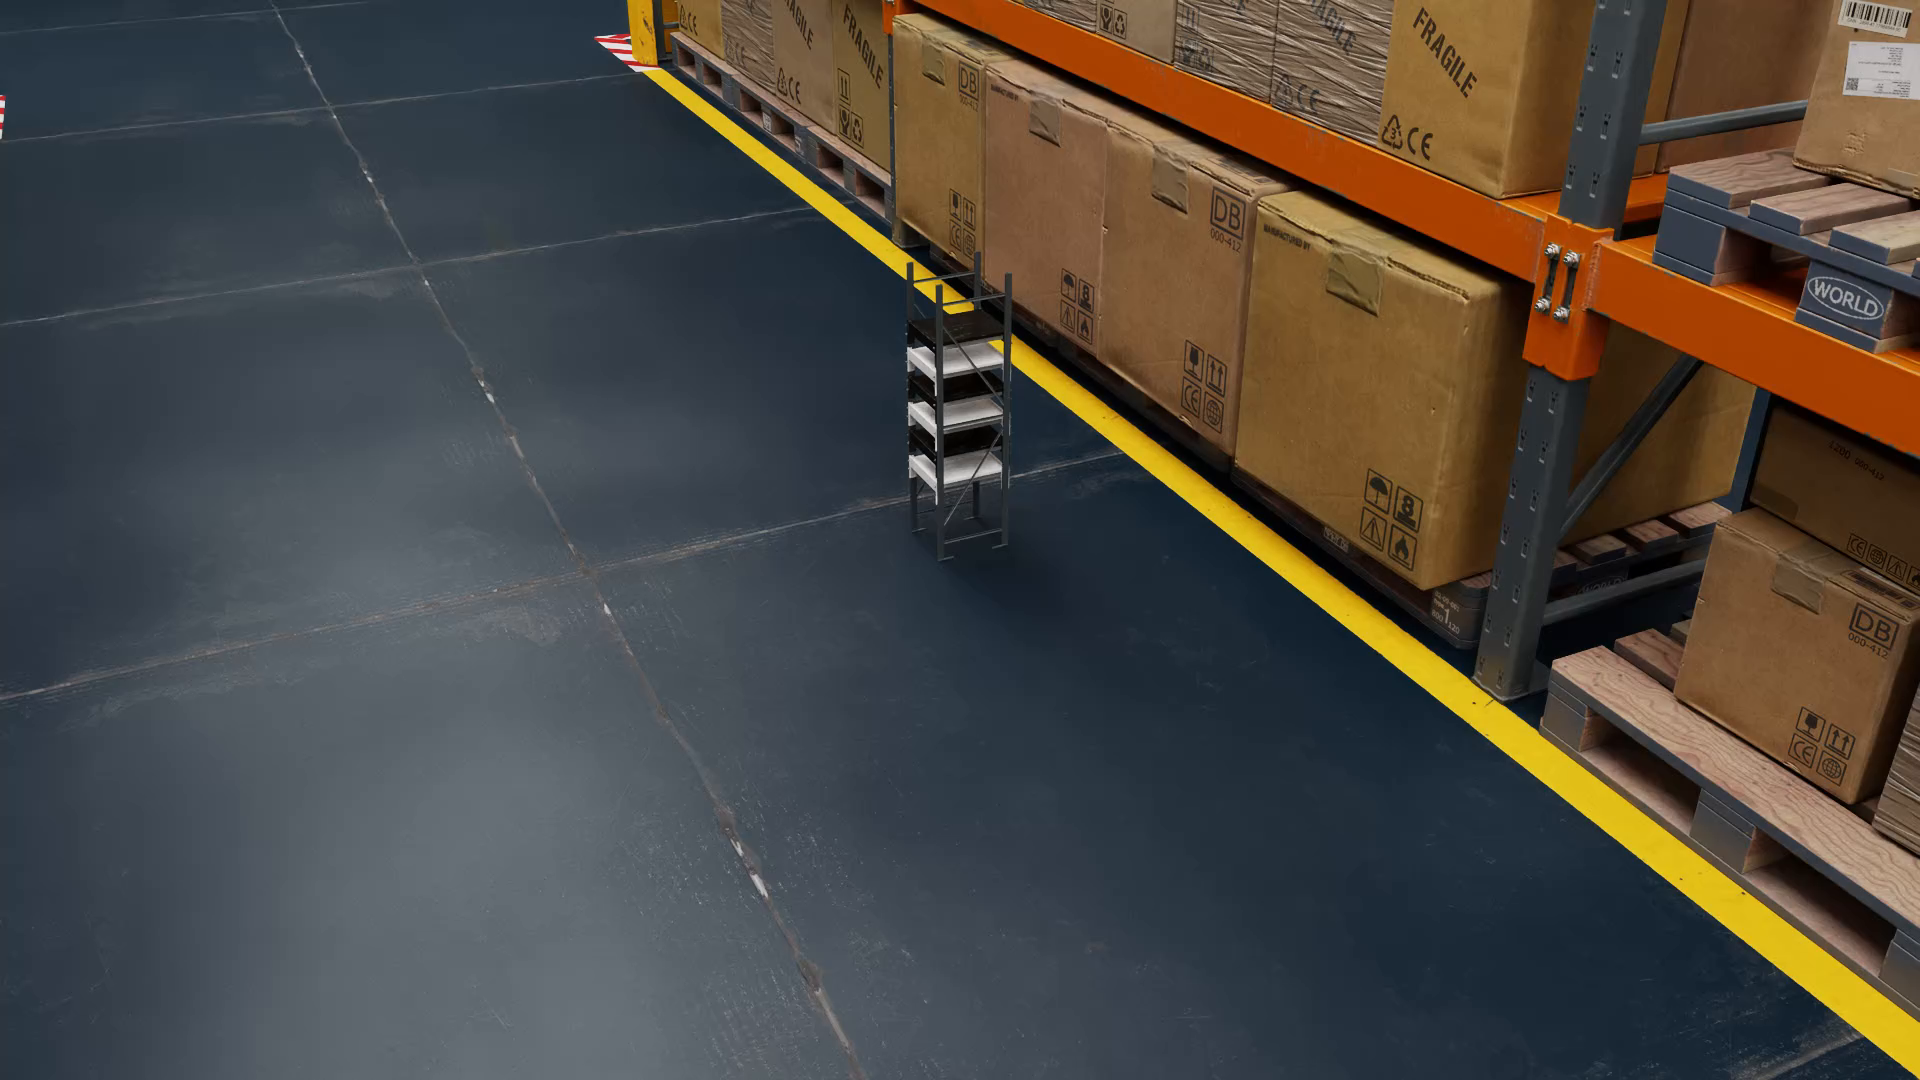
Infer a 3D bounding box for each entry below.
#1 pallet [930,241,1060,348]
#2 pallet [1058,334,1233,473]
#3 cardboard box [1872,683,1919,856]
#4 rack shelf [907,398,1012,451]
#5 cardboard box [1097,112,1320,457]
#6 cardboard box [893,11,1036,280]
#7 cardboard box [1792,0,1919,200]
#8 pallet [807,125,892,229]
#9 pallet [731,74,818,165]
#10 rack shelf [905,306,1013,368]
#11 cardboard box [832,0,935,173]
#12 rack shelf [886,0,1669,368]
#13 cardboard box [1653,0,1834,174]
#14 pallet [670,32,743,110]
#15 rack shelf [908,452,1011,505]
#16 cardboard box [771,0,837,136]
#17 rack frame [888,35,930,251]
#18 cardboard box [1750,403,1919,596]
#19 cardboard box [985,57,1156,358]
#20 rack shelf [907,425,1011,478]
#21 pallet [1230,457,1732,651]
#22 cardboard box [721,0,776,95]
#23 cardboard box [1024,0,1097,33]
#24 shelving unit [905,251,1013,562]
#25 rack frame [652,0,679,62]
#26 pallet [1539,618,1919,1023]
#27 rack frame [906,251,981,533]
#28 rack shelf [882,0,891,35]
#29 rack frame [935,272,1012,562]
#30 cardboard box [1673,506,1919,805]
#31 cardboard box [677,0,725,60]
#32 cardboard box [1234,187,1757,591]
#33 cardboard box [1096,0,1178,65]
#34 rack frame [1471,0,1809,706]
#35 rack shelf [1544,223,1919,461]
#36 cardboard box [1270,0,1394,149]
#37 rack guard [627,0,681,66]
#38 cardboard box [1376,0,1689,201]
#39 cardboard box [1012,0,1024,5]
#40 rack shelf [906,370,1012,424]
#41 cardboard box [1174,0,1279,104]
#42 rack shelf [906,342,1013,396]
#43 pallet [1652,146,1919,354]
[{"bbox_3d":[0.560,-1.223,7.215,1.003,0.211,1.213,-13,32,-22],"label":"pallet"},{"bbox_3d":[1.088,-0.683,6.252,1.003,0.211,1.213,-13,32,-22],"label":"pallet"},{"bbox_3d":[2.434,0.435,3.512,0.700,0.500,0.500,-16,33,-26],"label":"cardboard box"},{"bbox_3d":[-0.003,-0.367,5.053,0.258,0.077,0.200,-13,32,-22],"label":"rack shelf"},{"bbox_3d":[1.225,-0.958,5.635,1.225,0.875,0.875,-13,32,-22],"label":"cardboard box"},{"bbox_3d":[0.454,-1.742,7.033,1.225,0.875,0.875,-13,32,-22],"label":"cardboard box"},{"bbox_3d":[2.146,-0.994,3.424,0.500,0.500,0.500,-17,34,-28],"label":"cardboard box"},{"bbox_3d":[-0.095,-1.900,8.423,1.003,0.211,1.213,-13,32,-22],"label":"pallet"},{"bbox_3d":[-0.622,-2.440,9.385,1.003,0.211,1.213,-13,32,-22],"label":"pallet"},{"bbox_3d":[-0.003,-0.603,4.921,0.258,0.077,0.200,-13,32,-22],"label":"rack shelf"},{"bbox_3d":[-0.050,-2.329,8.079,0.875,0.875,0.875,-13,32,-22],"label":"cardboard box"},{"bbox_3d":[1.020,-1.567,5.713,1.077,0.370,4.000,-13,32,-22],"label":"rack shelf"},{"bbox_3d":[1.915,-1.312,4.422,0.500,0.500,0.500,-12,31,-21],"label":"cardboard box"},{"bbox_3d":[-1.142,-2.978,10.345,1.003,0.211,1.213,-13,32,-22],"label":"pallet"},{"bbox_3d":[-0.003,-0.210,5.141,0.258,0.077,0.200,-13,32,-22],"label":"rack shelf"},{"bbox_3d":[-0.436,-2.726,8.788,0.875,0.875,0.875,-13,32,-22],"label":"cardboard box"},{"bbox_3d":[0.161,-2.764,7.112,1.000,3.000,0.127,-13,32,-22],"label":"rack frame"},{"bbox_3d":[2.193,-0.136,3.765,0.500,0.250,0.500,-12,31,-20],"label":"cardboard box"},{"bbox_3d":[0.838,-1.347,6.329,1.225,0.875,0.875,-14,32,-24],"label":"cardboard box"},{"bbox_3d":[-0.003,-0.289,5.097,0.258,0.077,0.200,-13,32,-22],"label":"rack shelf"},{"bbox_3d":[1.608,-0.145,5.292,1.003,0.211,1.213,-13,32,-22],"label":"pallet"},{"bbox_3d":[-0.818,-3.119,9.489,0.875,0.875,0.875,-13,32,-22],"label":"cardboard box"},{"bbox_3d":[0.564,-2.109,5.842,0.500,0.500,0.500,-14,32,-23],"label":"cardboard box"},{"bbox_3d":[-0.003,-0.396,5.036,0.258,0.900,0.210,-13,32,-22],"label":"shelving unit"},{"bbox_3d":[-1.556,-4.531,10.263,1.000,3.000,0.127,-13,32,-22],"label":"rack frame"},{"bbox_3d":[2.212,0.565,4.027,1.003,0.211,1.213,-13,32,-22],"label":"pallet"},{"bbox_3d":[-0.047,-0.441,5.116,0.240,0.900,0.006,-13,32,-22],"label":"rack frame"},{"bbox_3d":[-0.697,-3.334,8.864,1.077,0.370,4.000,-13,32,-22],"label":"rack shelf"},{"bbox_3d":[0.040,-0.351,4.956,0.240,0.900,0.006,-13,32,-22],"label":"rack frame"},{"bbox_3d":[2.184,0.193,3.945,0.700,0.500,0.500,-15,33,-25],"label":"cardboard box"},{"bbox_3d":[-1.209,-3.521,10.206,0.875,0.875,0.875,-13,32,-22],"label":"cardboard box"},{"bbox_3d":[1.601,-0.563,4.930,1.225,0.875,0.875,-15,32,-24],"label":"cardboard box"},{"bbox_3d":[0.790,-1.882,5.437,0.500,0.500,0.500,-12,32,-21],"label":"cardboard box"},{"bbox_3d":[1.878,-0.997,3.961,1.000,3.000,0.127,-13,32,-22],"label":"rack frame"},{"bbox_3d":[2.737,0.200,2.562,1.077,0.370,4.000,-13,32,-22],"label":"rack shelf"},{"bbox_3d":[1.234,-1.428,4.628,0.500,0.500,0.500,-13,32,-22],"label":"cardboard box"},{"bbox_3d":[-1.566,-3.451,10.894,1.175,0.500,0.348,-13,32,-22],"label":"rack guard"},{"bbox_3d":[1.443,-1.207,4.233,0.500,0.500,0.500,-12,31,-20],"label":"cardboard box"},{"bbox_3d":[0.349,-2.330,6.236,0.500,0.500,0.500,-13,32,-22],"label":"cardboard box"},{"bbox_3d":[-0.003,-0.446,5.009,0.258,0.077,0.200,-13,32,-22],"label":"rack shelf"},{"bbox_3d":[1.008,-1.657,5.036,0.500,0.500,0.500,-14,32,-24],"label":"cardboard box"},{"bbox_3d":[-0.003,-0.524,4.965,0.258,0.077,0.200,-13,32,-22],"label":"rack shelf"},{"bbox_3d":[2.280,-0.621,3.487,1.213,0.211,1.003,-13,32,-22],"label":"pallet"}]
